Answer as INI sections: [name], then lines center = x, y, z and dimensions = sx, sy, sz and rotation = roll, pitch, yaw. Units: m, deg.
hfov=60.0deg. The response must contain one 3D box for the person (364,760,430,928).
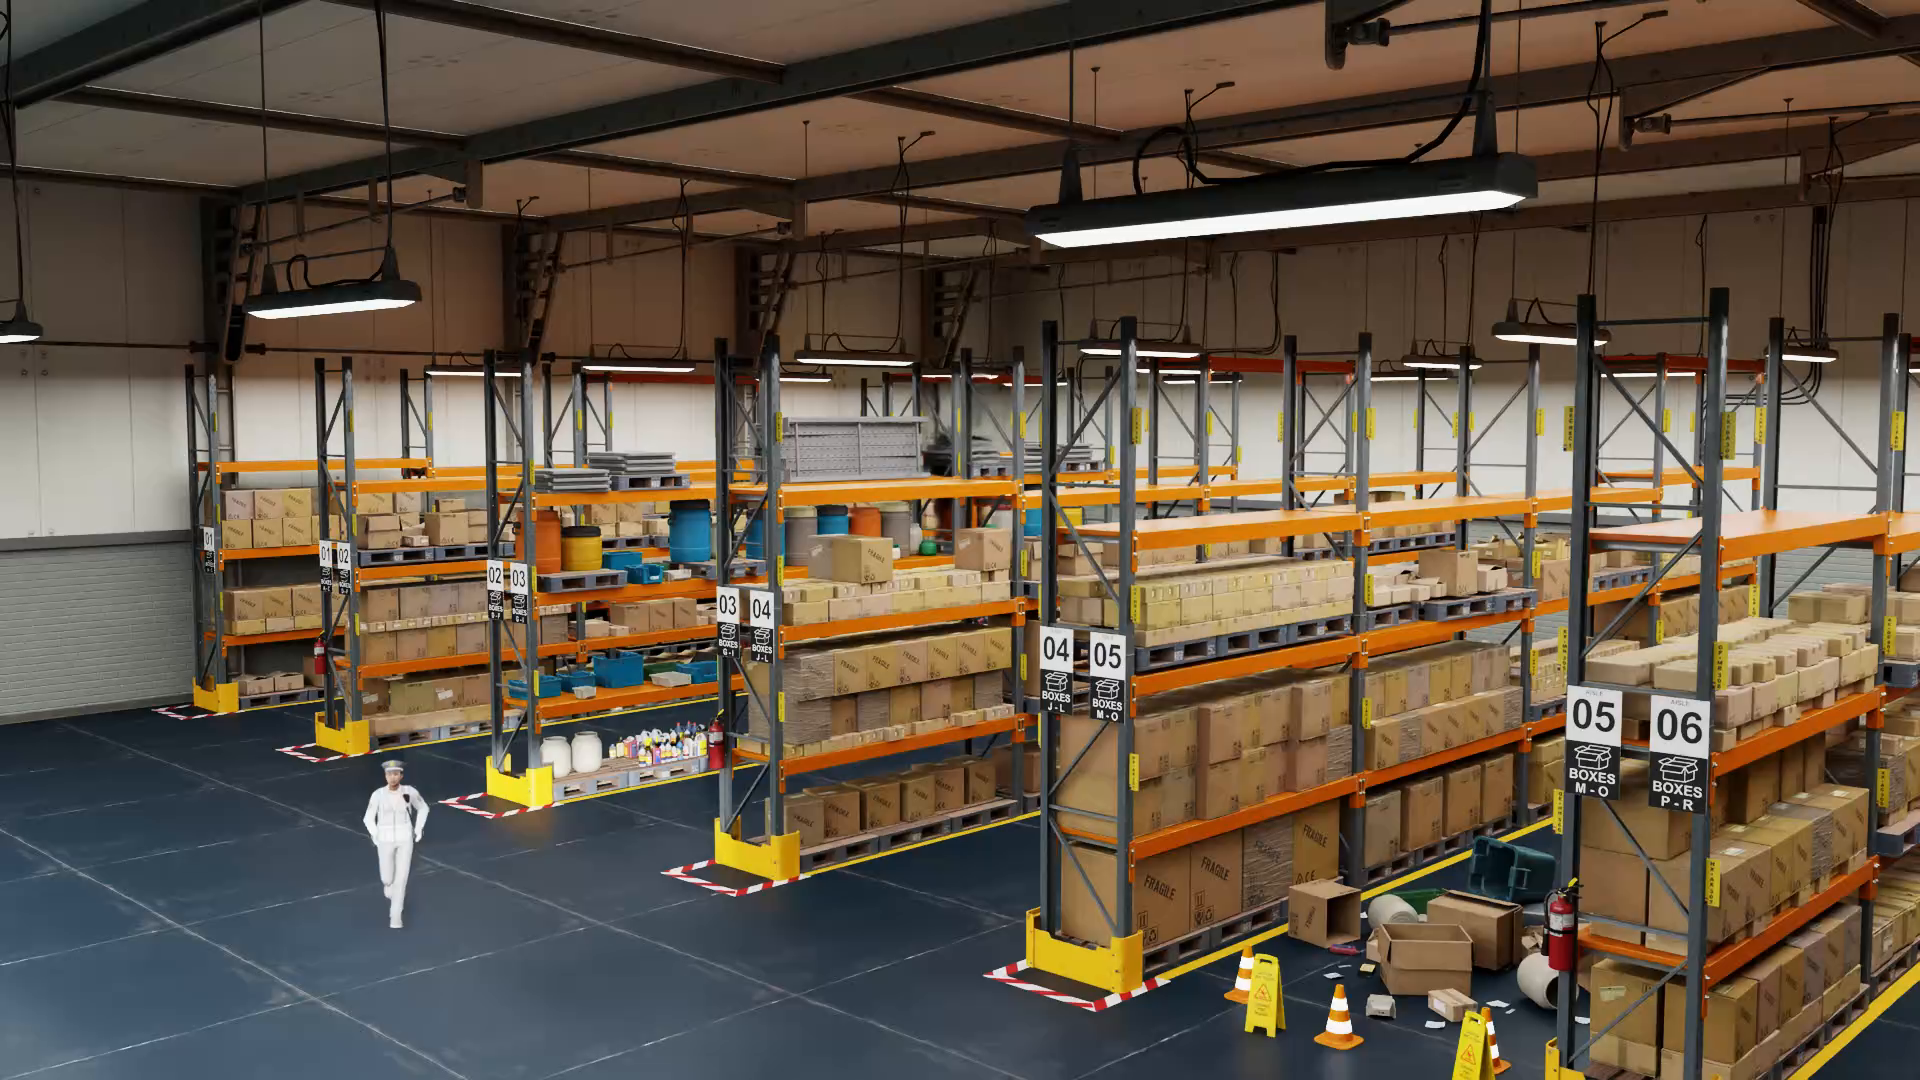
[person]
center = -5.727, 3.048, 16.927
dimensions = 0.633, 1.657, 0.773
rotation = -1, 5, -17
